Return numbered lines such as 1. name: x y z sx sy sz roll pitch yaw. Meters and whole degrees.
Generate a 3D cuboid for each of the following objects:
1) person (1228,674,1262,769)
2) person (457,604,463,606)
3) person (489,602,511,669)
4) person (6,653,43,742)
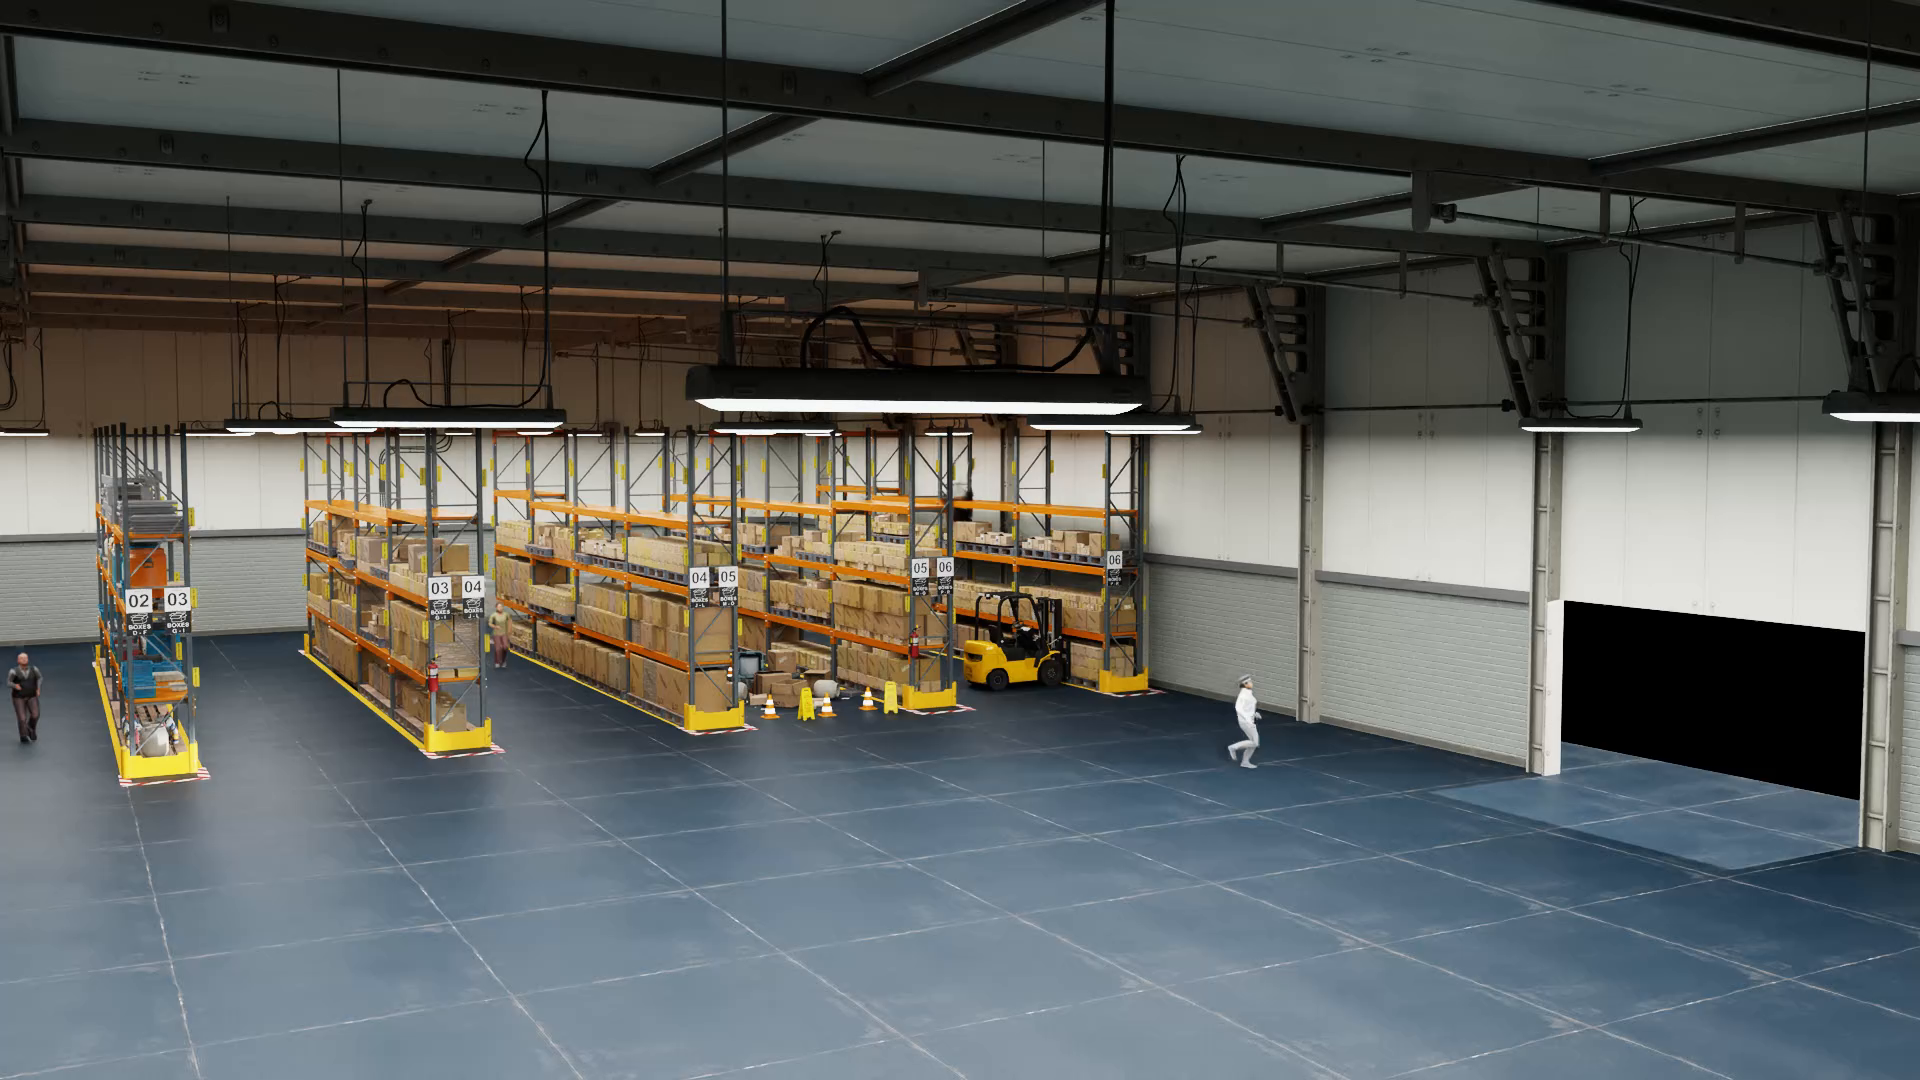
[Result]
1. person: 4.962 3.150 28.950 0.552 1.657 0.621 1 4 16
2. person: -14.237 2.043 46.788 0.678 1.712 0.971 2 4 26
3. person: -11.453 2.390 41.458 0.590 1.685 0.664 -2 4 -27
4. person: -17.551 2.976 31.263 0.638 1.686 0.636 -3 4 -37
